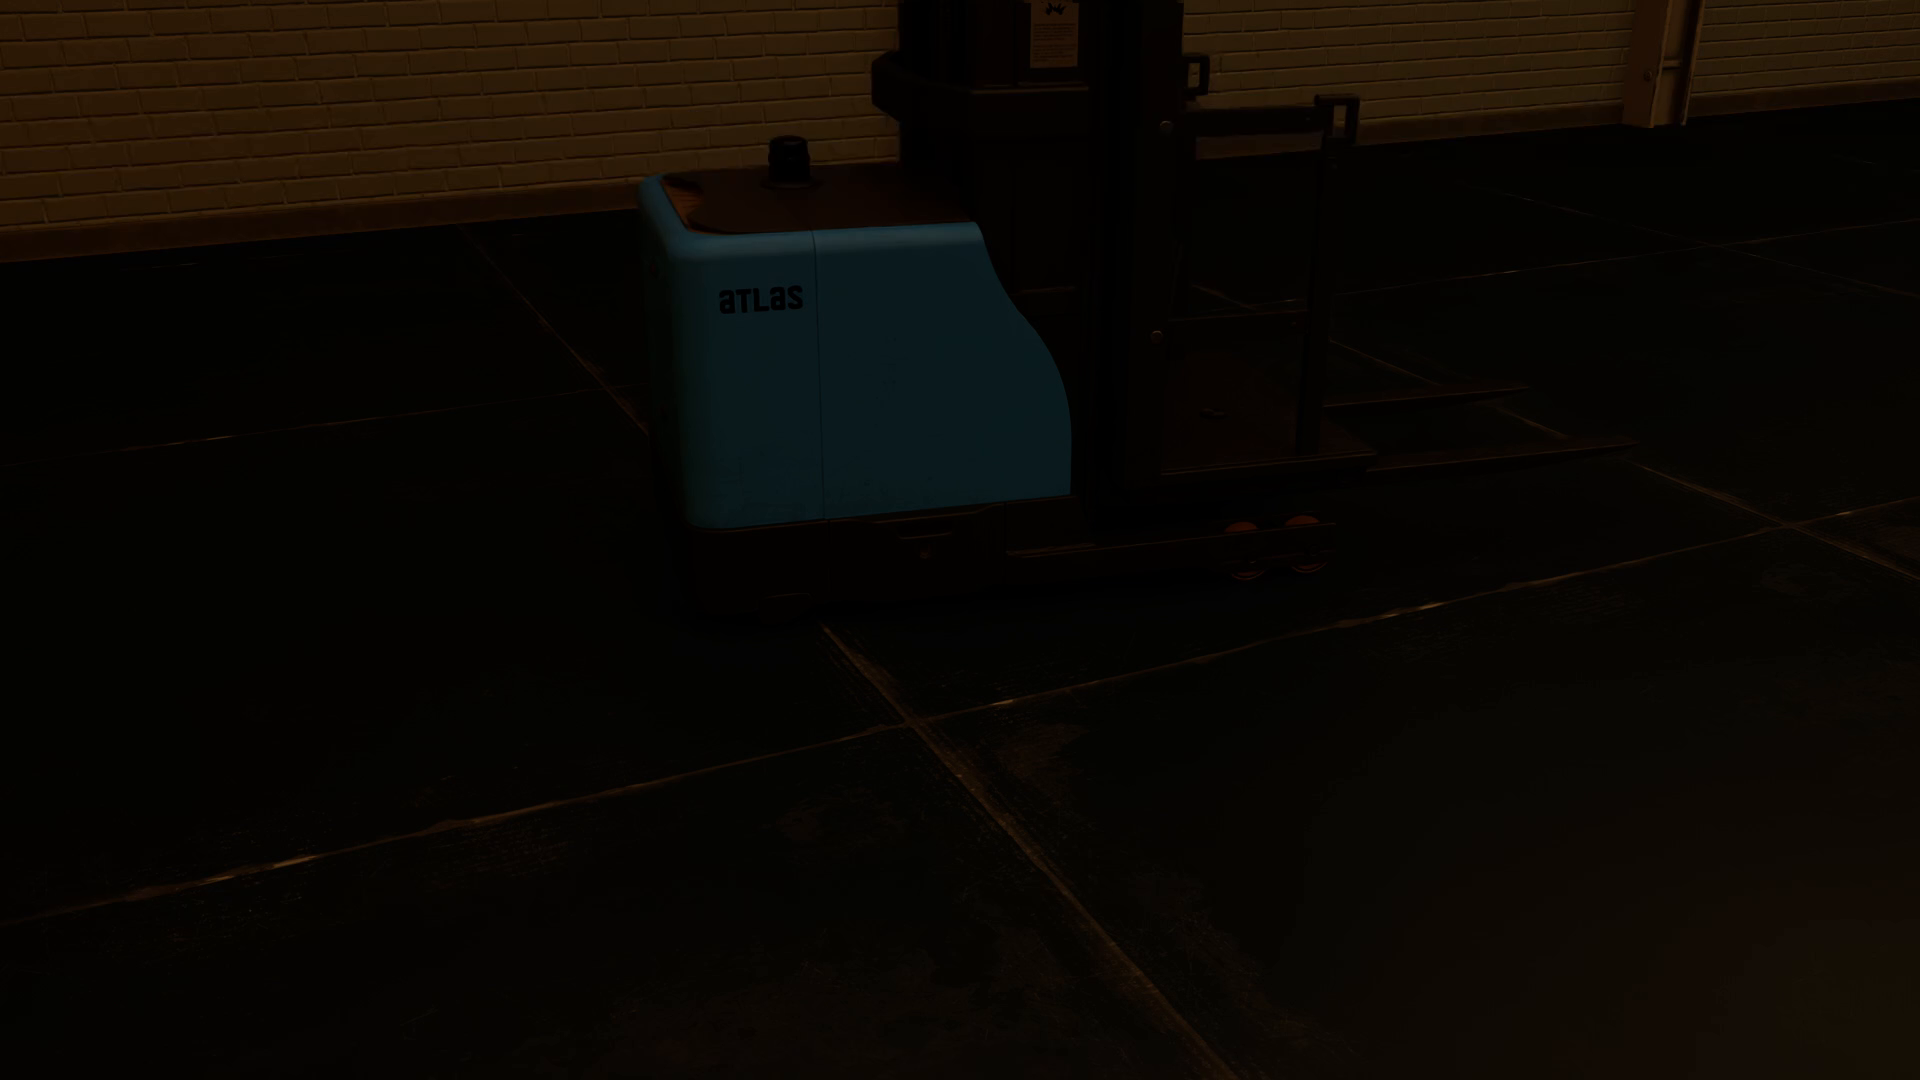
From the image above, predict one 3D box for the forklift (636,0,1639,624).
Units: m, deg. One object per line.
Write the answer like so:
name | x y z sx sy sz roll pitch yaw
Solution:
forklift | 0.607 -1.425 4.717 3.031 2.935 1.130 -6 23 -14
